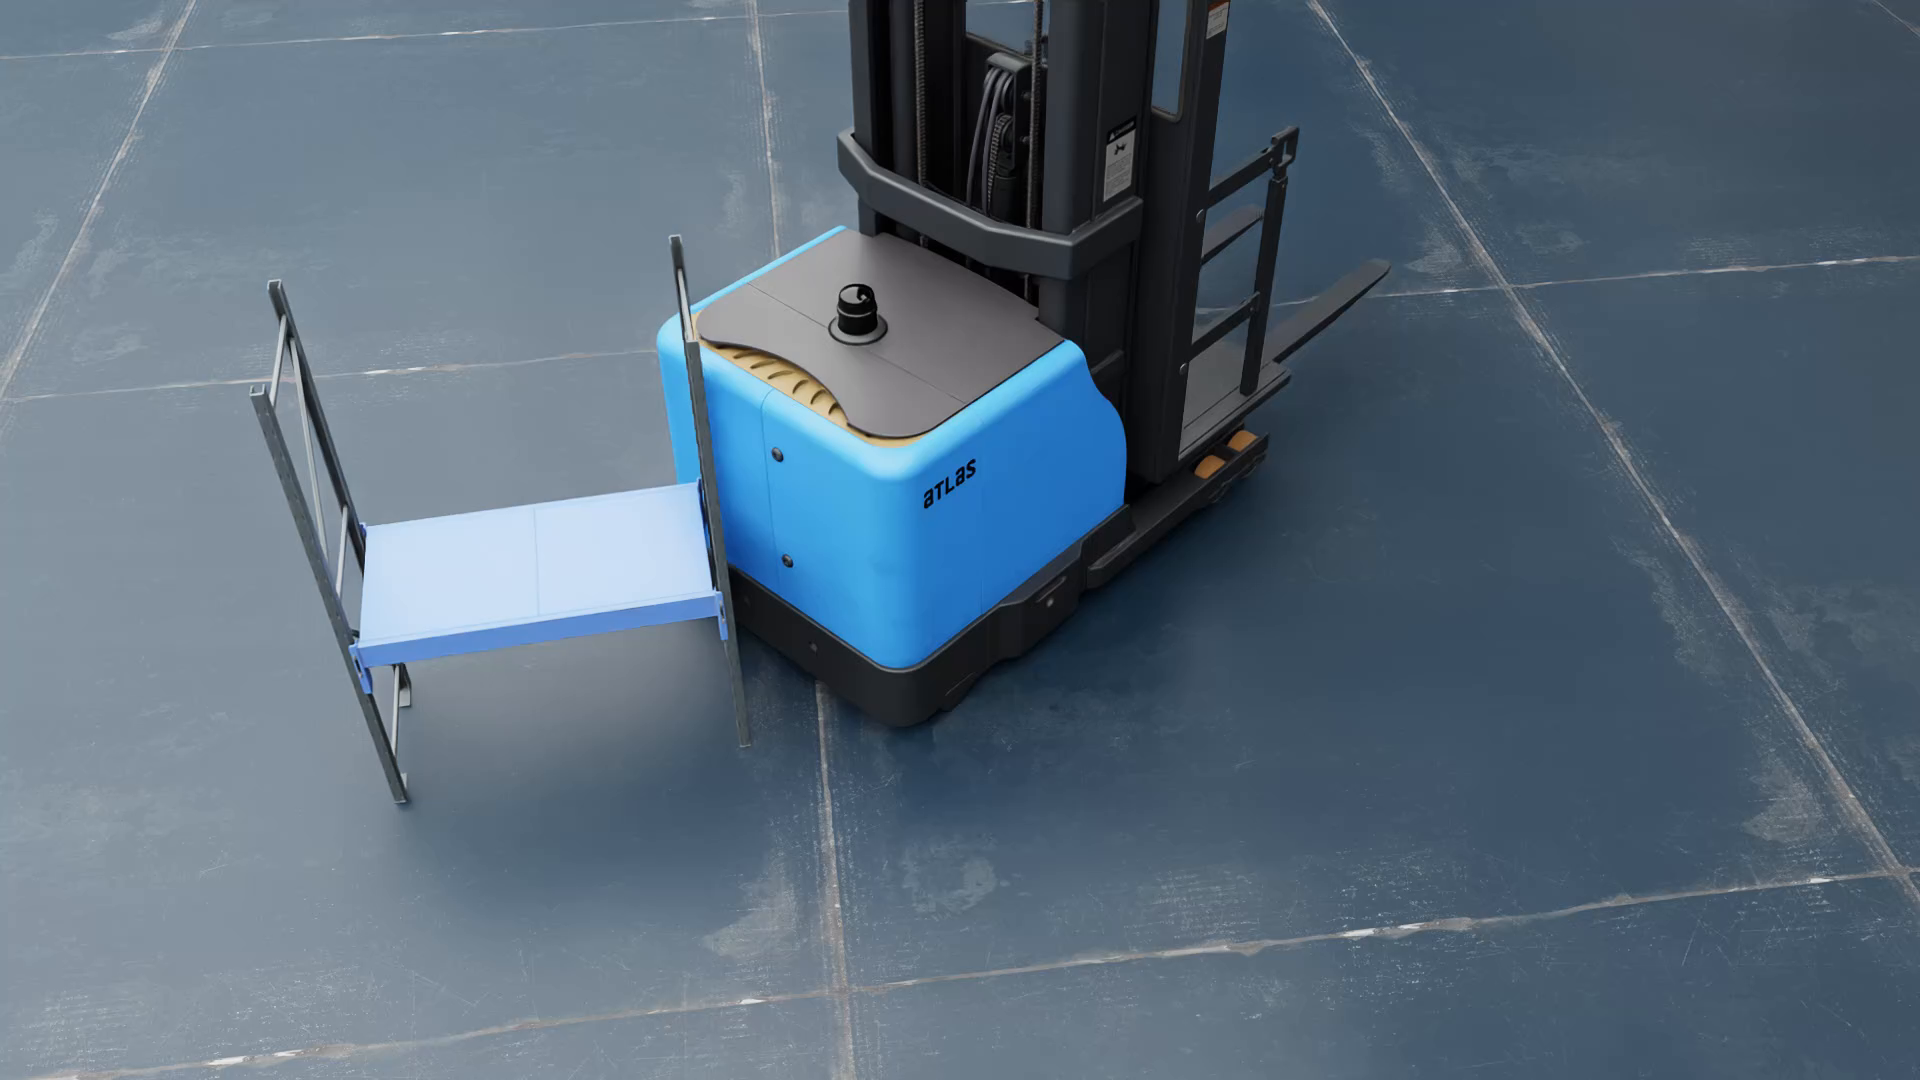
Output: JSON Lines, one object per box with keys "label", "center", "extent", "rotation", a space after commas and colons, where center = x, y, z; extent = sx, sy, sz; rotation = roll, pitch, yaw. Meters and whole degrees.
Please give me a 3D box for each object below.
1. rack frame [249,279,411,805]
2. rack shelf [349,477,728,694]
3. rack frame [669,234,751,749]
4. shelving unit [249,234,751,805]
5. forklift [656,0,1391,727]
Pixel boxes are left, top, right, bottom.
{"label": "rack frame", "center": [-1.697, 0.055, 4.569], "extent": [0.032, 1.500, 0.500], "rotation": [-8, 43, -9]}
{"label": "rack shelf", "center": [-1.200, 0.117, 4.769], "extent": [1.000, 0.185, 0.538], "rotation": [-8, 43, -9]}
{"label": "rack frame", "center": [-0.703, -0.089, 4.728], "extent": [0.032, 1.500, 0.500], "rotation": [-8, 43, -9]}
{"label": "shelving unit", "center": [-1.200, -0.017, 4.649], "extent": [1.048, 1.500, 0.538], "rotation": [-8, 43, -9]}
{"label": "forklift", "center": [0.459, -1.428, 5.144], "extent": [1.130, 2.935, 3.031], "rotation": [31, 51, 30]}
